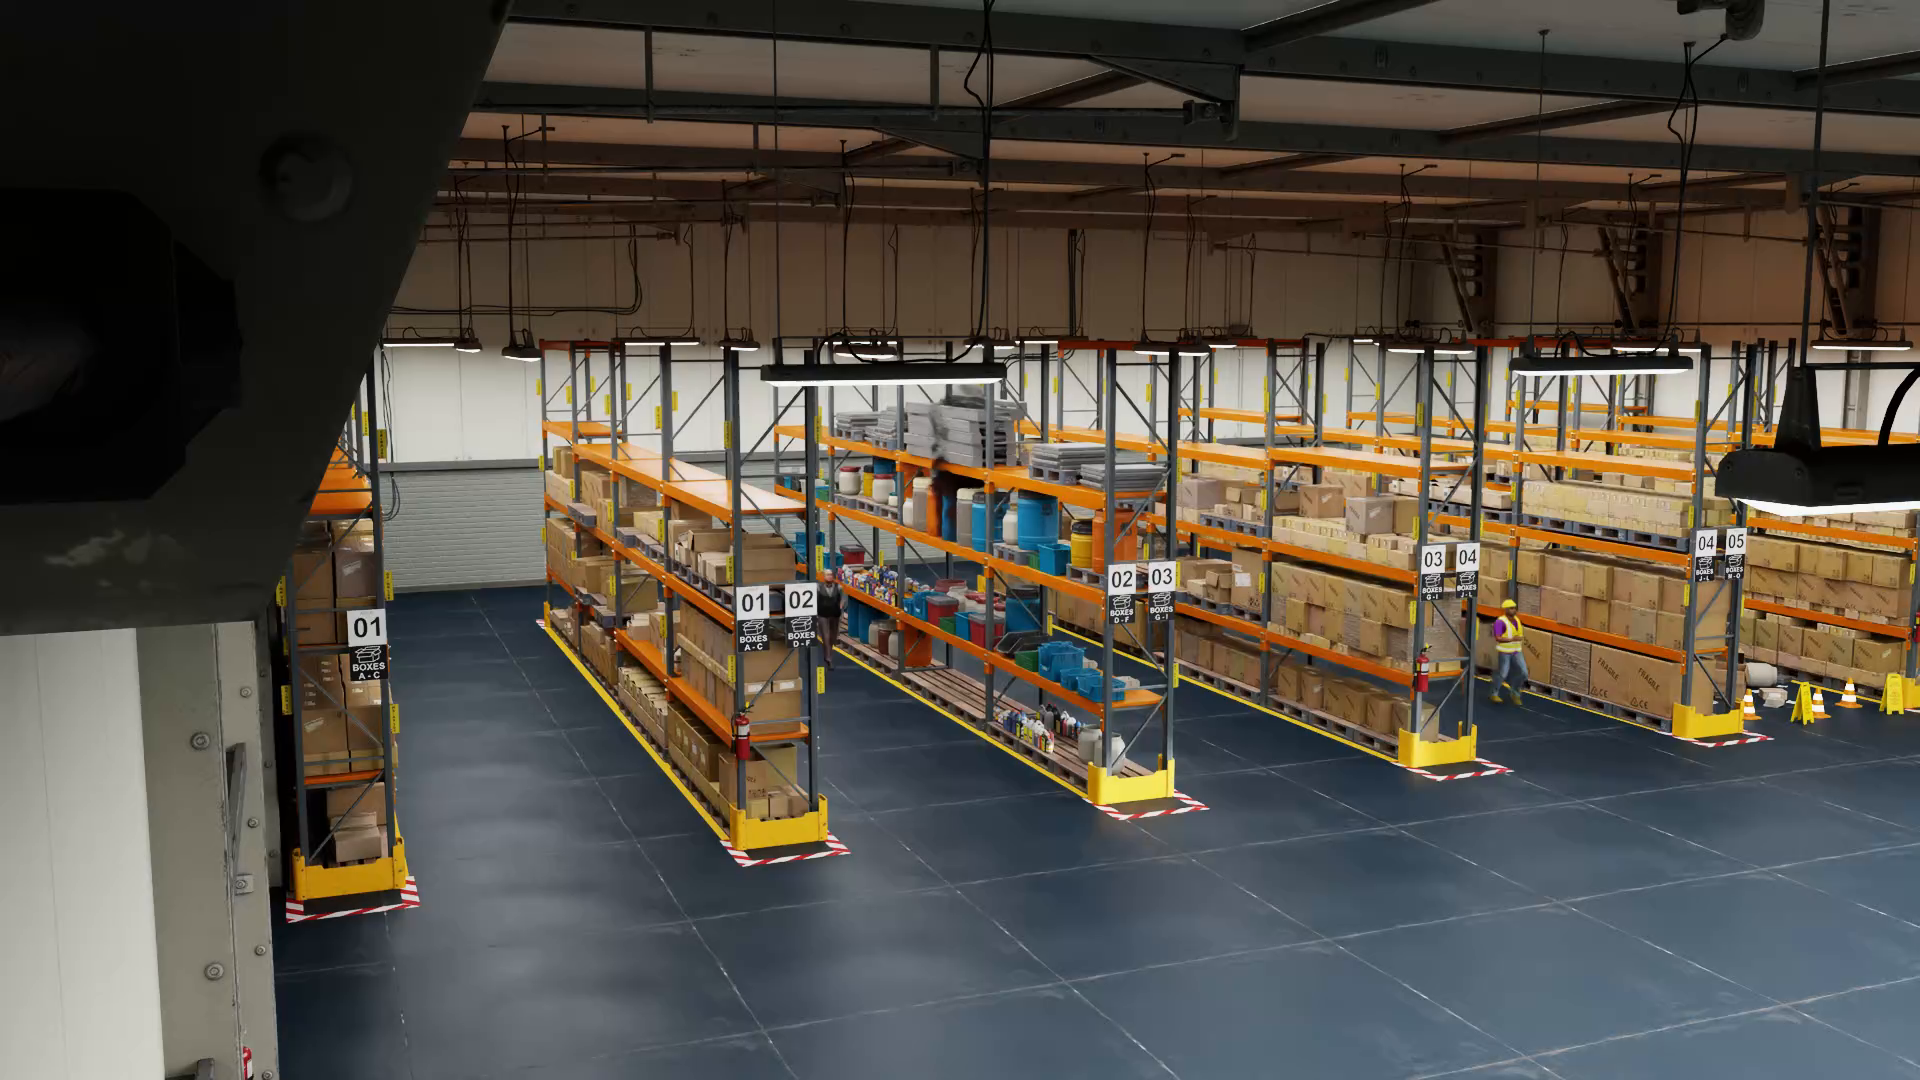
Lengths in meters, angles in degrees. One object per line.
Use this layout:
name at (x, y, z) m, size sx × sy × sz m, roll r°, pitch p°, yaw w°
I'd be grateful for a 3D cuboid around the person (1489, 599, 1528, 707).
person at (9.125, 1.890, 27.565) m, size 0.691 × 1.820 × 0.713 m, roll -3°, pitch 8°, yaw -24°

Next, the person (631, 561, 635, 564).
person at (-7.225, 0.852, 36.107) m, size 0.773 × 1.661 × 0.609 m, roll 1°, pitch 8°, yaw 10°

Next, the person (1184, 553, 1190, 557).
person at (4.682, 1.071, 34.465) m, size 0.549 × 1.595 × 0.603 m, roll -3°, pitch 8°, yaw -25°

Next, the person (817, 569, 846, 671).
person at (-2.330, 1.335, 29.438) m, size 0.663 × 1.649 × 0.765 m, roll -2°, pitch 8°, yaw -18°
